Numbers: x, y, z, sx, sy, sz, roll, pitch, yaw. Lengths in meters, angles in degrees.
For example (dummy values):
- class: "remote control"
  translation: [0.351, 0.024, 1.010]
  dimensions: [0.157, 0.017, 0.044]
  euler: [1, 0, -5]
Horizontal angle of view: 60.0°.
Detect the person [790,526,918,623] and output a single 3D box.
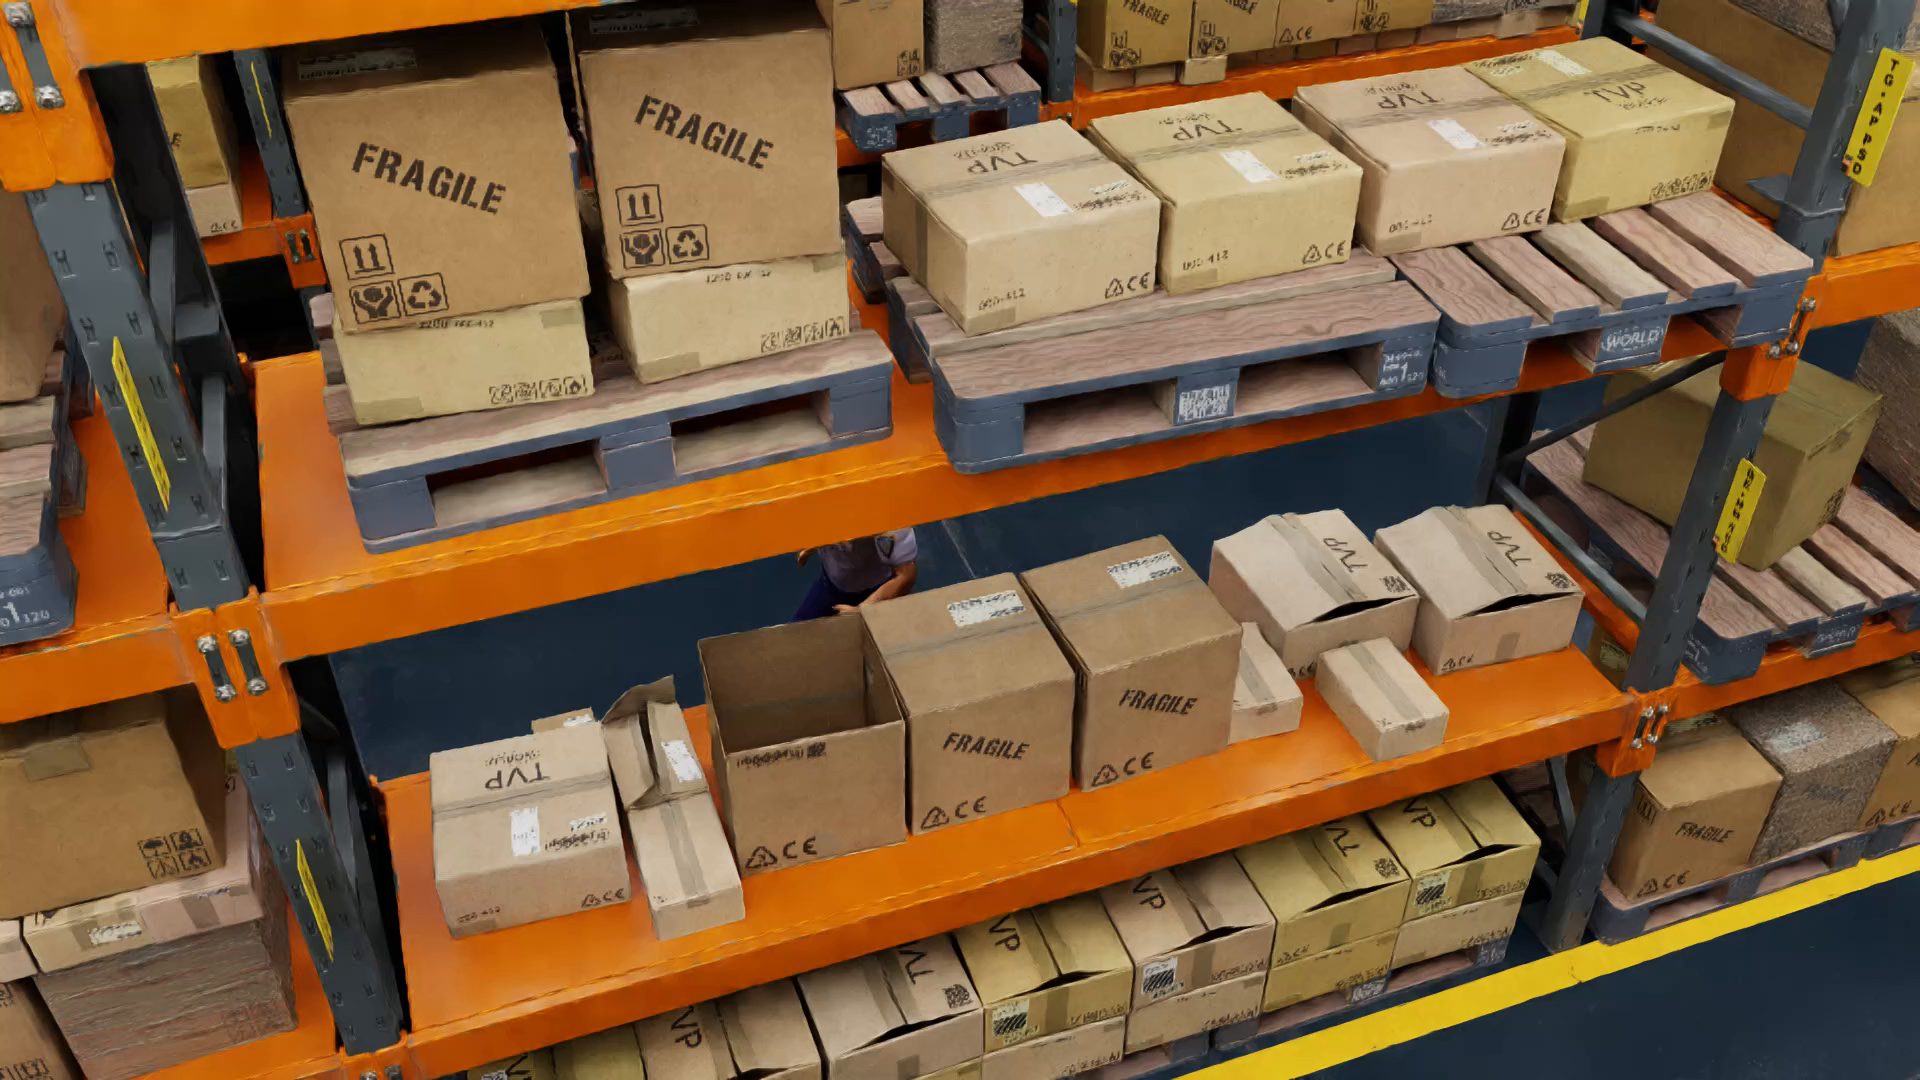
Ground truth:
- class: "person"
  translation: [-0.419, 0.234, 6.531]
  dimensions: [0.471, 1.615, 0.708]
  euler: [-15, 40, -19]
